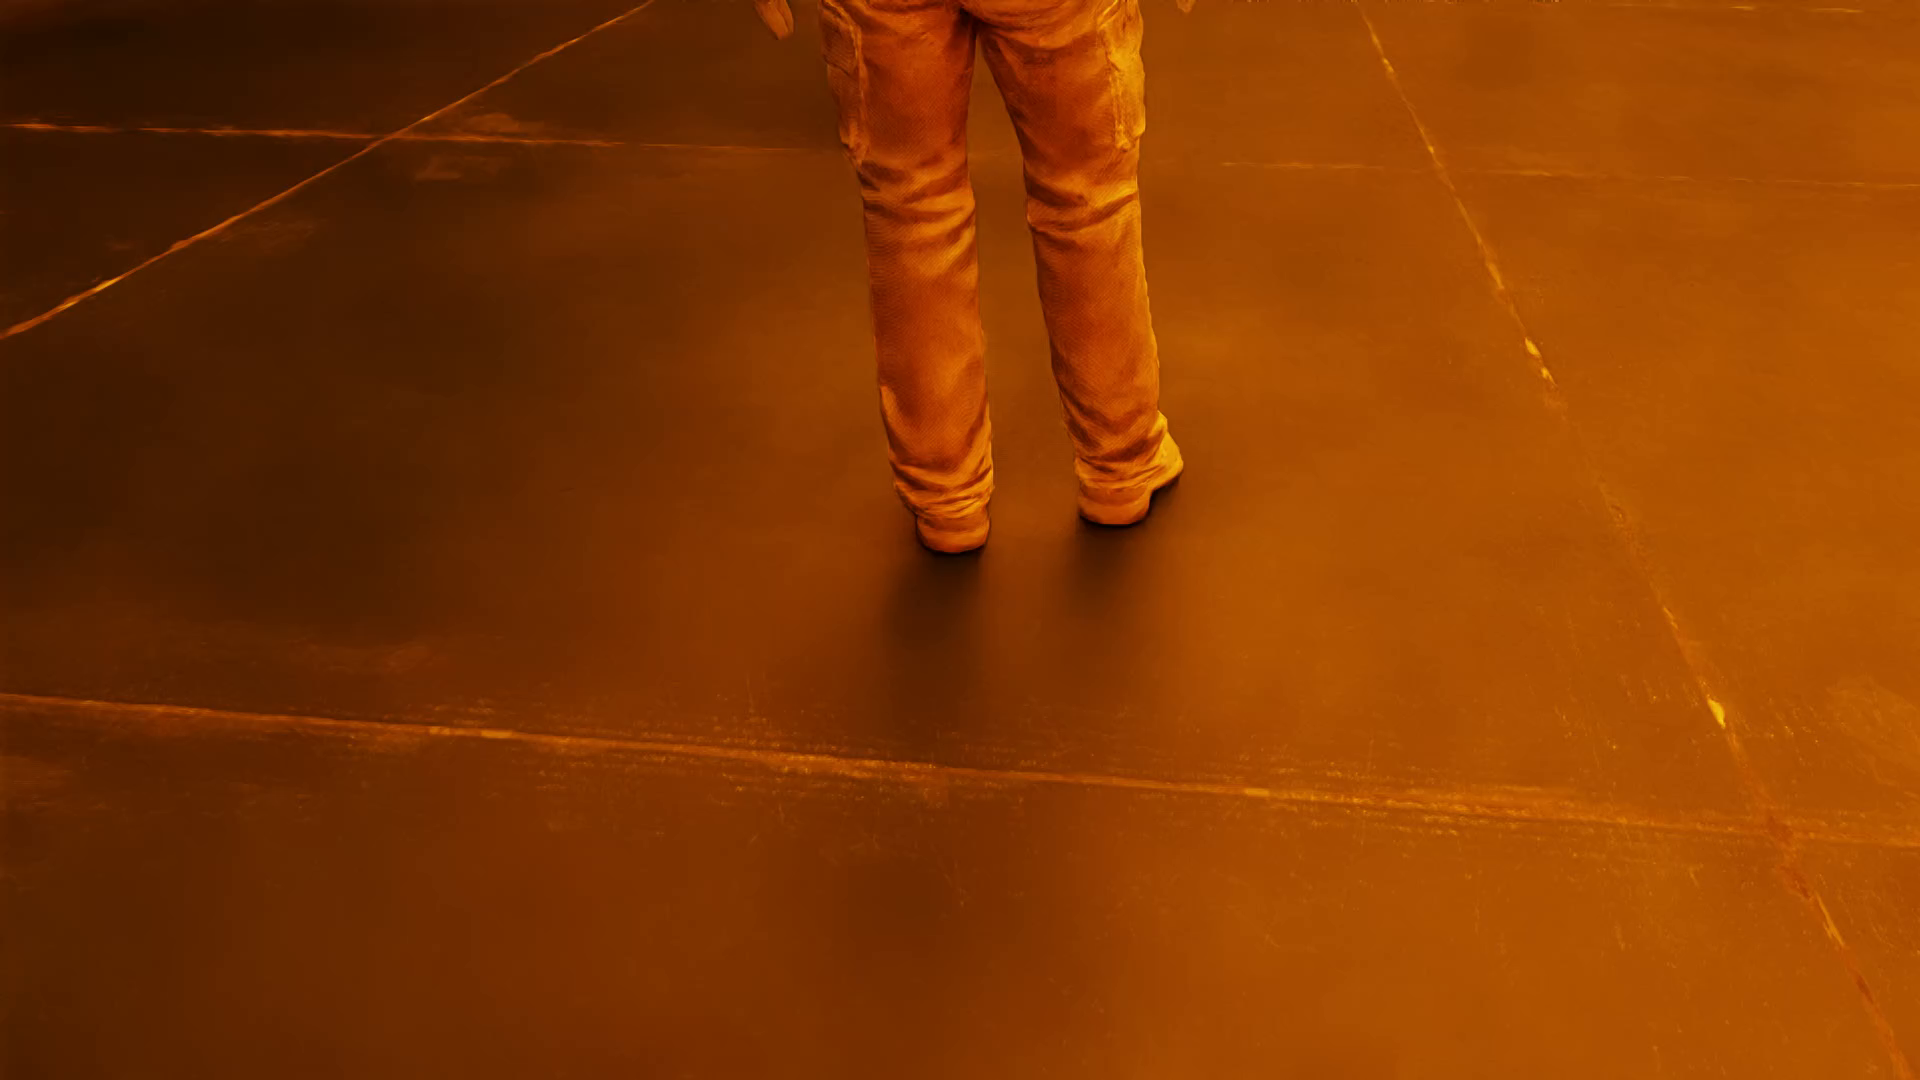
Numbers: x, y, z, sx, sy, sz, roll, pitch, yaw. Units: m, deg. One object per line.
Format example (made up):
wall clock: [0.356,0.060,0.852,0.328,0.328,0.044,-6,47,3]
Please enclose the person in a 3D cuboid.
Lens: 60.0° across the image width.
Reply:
person: [0.017,-0.833,2.163,0.655,1.777,0.576,3,27,7]
